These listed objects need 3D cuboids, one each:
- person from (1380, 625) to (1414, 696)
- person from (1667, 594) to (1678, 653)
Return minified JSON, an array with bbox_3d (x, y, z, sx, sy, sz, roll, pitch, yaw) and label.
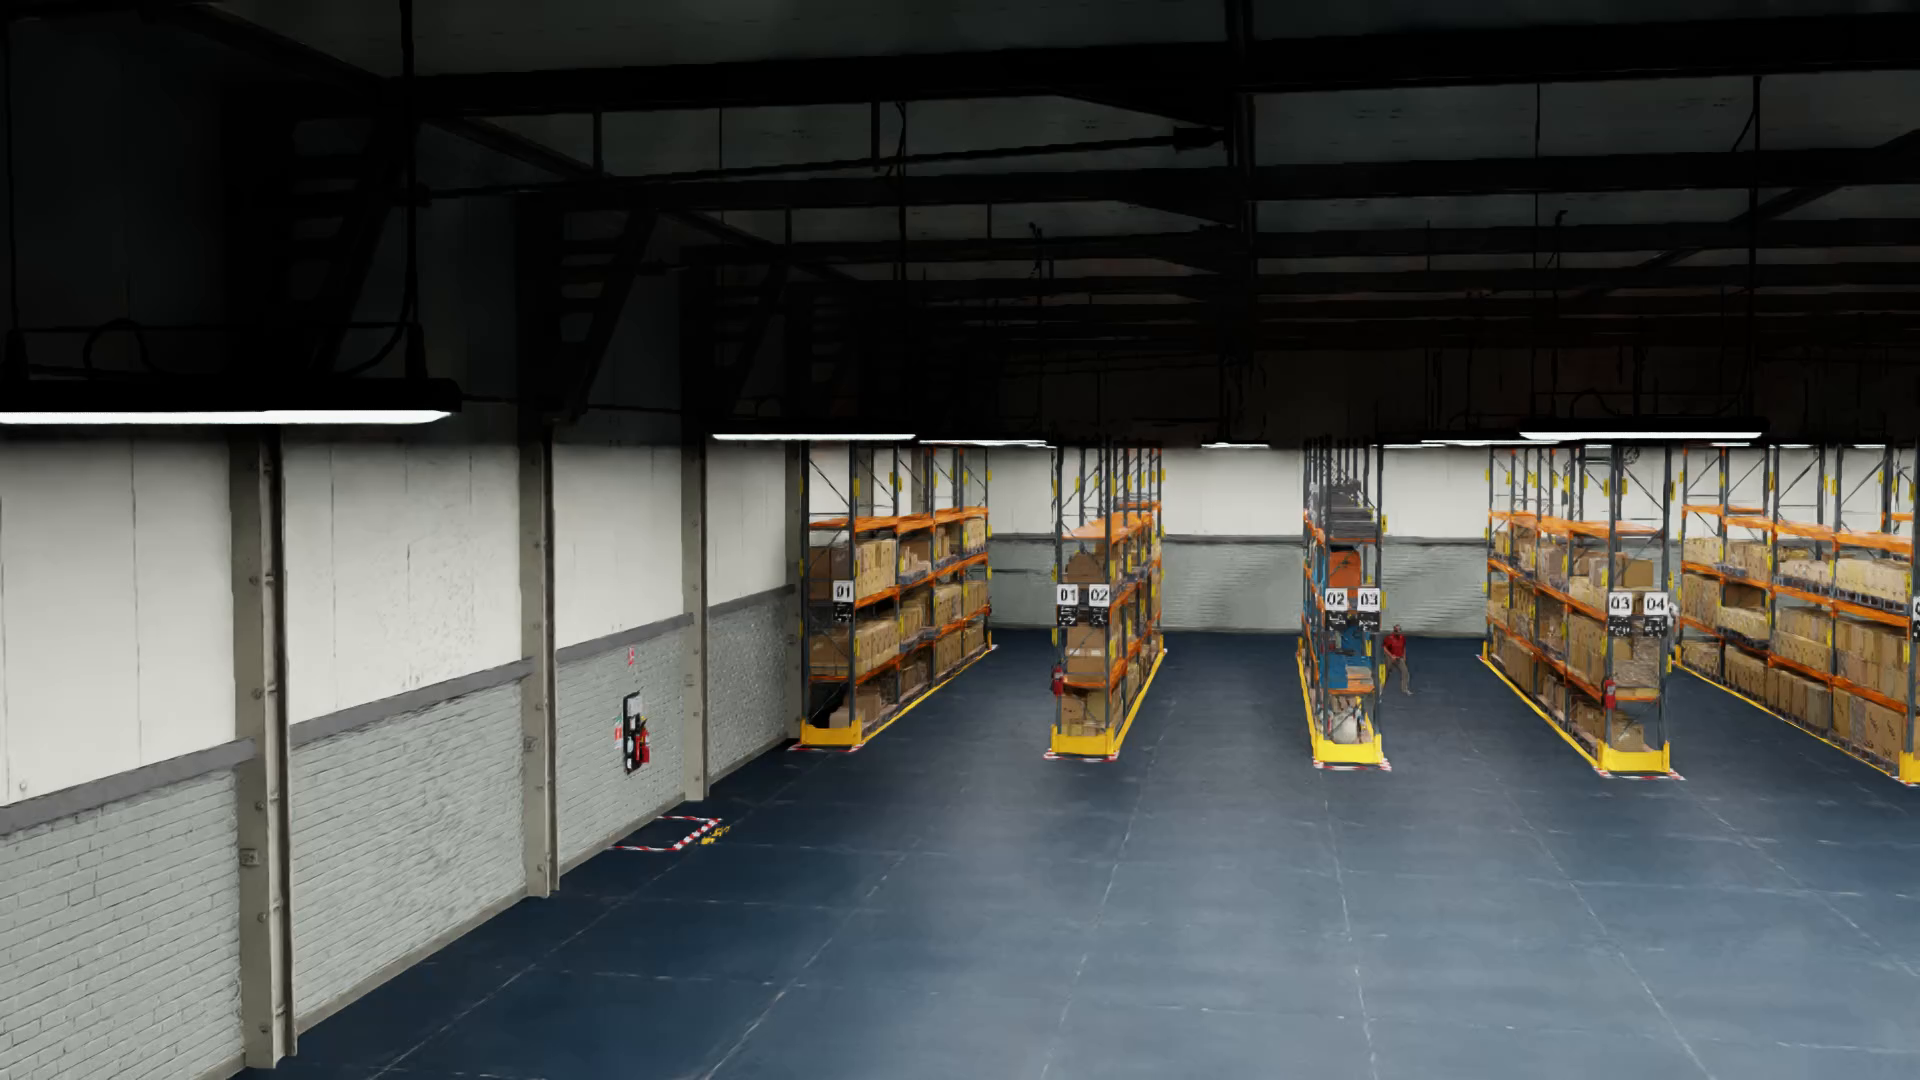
[{"bbox_3d":[10.145,2.784,38.799,0.680,1.658,0.843,0,3,-7],"label":"person"},{"bbox_3d":[19.809,2.348,46.635,0.580,1.710,0.969,2,4,34],"label":"person"}]
